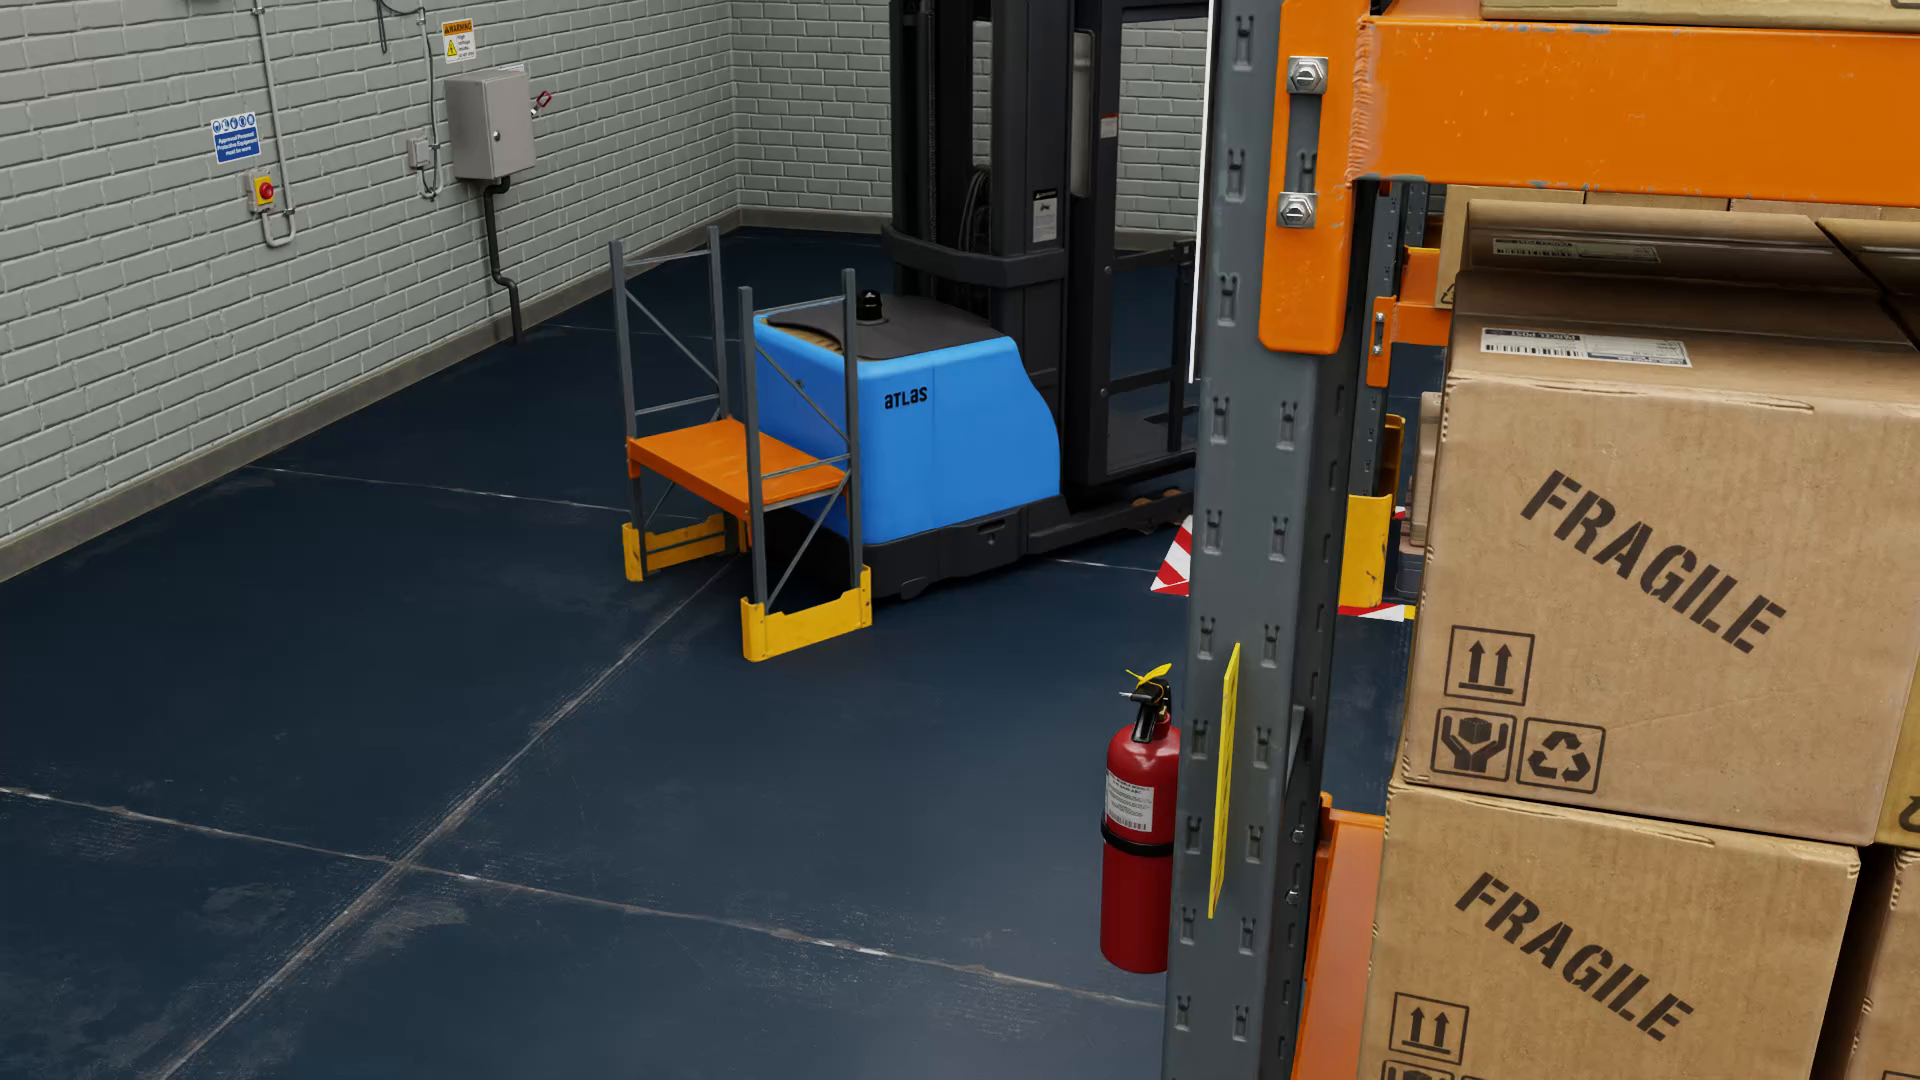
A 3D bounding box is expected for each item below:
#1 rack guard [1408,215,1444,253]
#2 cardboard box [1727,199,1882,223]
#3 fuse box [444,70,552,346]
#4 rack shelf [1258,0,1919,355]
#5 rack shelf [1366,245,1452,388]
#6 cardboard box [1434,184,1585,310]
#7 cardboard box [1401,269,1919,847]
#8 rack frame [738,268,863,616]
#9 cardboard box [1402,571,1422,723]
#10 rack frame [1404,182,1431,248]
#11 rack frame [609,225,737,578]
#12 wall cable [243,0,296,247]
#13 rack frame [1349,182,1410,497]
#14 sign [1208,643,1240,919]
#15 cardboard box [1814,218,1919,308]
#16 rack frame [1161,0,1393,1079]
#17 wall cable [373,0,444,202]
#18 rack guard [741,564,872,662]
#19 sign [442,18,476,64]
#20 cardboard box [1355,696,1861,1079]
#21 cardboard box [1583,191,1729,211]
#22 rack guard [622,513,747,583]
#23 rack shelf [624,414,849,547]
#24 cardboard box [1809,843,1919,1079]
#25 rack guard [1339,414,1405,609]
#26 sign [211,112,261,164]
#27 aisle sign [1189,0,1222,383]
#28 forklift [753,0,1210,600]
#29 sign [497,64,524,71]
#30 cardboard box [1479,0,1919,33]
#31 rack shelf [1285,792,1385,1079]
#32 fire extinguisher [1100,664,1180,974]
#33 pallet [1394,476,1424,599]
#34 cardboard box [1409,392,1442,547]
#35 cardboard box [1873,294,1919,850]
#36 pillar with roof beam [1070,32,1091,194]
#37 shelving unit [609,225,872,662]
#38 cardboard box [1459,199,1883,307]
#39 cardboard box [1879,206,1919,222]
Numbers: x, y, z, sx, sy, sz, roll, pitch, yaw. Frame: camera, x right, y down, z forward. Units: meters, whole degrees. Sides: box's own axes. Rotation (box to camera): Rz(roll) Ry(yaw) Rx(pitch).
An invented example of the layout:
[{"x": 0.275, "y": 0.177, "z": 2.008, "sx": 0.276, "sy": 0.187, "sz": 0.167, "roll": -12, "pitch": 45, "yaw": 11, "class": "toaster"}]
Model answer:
[{"x": 3.307, "y": -1.958, "z": 11.884, "sx": 0.348, "sy": 0.500, "sz": 1.175, "roll": 7, "pitch": 23, "yaw": 16, "class": "rack guard"}, {"x": 3.155, "y": -1.101, "z": 6.369, "sx": 0.500, "sy": 0.500, "sz": 0.500, "roll": 6, "pitch": 23, "yaw": 15, "class": "cardboard box"}, {"x": -2.855, "y": -2.080, "z": 10.585, "sx": 0.414, "sy": 1.711, "sz": 0.539, "roll": 7, "pitch": 23, "yaw": 16, "class": "fuse box"}, {"x": 2.386, "y": -0.345, "z": 1.654, "sx": 4.000, "sy": 0.370, "sz": 1.077, "roll": 7, "pitch": 23, "yaw": 16, "class": "rack shelf"}, {"x": 3.719, "y": -0.767, "z": 6.635, "sx": 4.000, "sy": 0.370, "sz": 1.077, "roll": 7, "pitch": 23, "yaw": 16, "class": "rack shelf"}, {"x": 2.181, "y": -1.208, "z": 6.631, "sx": 0.500, "sy": 0.500, "sz": 0.500, "roll": 6, "pitch": 23, "yaw": 15, "class": "cardboard box"}, {"x": 0.824, "y": -0.010, "z": 2.001, "sx": 0.500, "sy": 0.500, "sz": 0.500, "roll": 6, "pitch": 23, "yaw": 15, "class": "cardboard box"}, {"x": -0.604, "y": -0.281, "z": 6.477, "sx": 0.500, "sy": 1.500, "sz": 0.032, "roll": -17, "pitch": 28, "yaw": -35, "class": "rack frame"}, {"x": 0.975, "y": 0.263, "z": 2.654, "sx": 0.500, "sy": 0.500, "sz": 0.500, "roll": 7, "pitch": 23, "yaw": 17, "class": "cardboard box"}, {"x": 3.234, "y": -3.123, "z": 11.430, "sx": 0.127, "sy": 3.000, "sz": 1.000, "roll": 7, "pitch": 23, "yaw": 16, "class": "rack frame"}, {"x": -1.231, "y": -0.585, "z": 7.217, "sx": 0.500, "sy": 1.500, "sz": 0.032, "roll": -17, "pitch": 28, "yaw": -35, "class": "rack frame"}, {"x": -3.601, "y": -2.413, "z": 8.320, "sx": 0.123, "sy": 1.953, "sz": 0.585, "roll": 7, "pitch": 23, "yaw": 16, "class": "wall cable"}, {"x": 1.804, "y": -1.319, "z": 7.033, "sx": 0.127, "sy": 3.000, "sz": 1.000, "roll": 7, "pitch": 23, "yaw": 16, "class": "rack frame"}, {"x": 0.314, "y": 0.287, "z": 1.976, "sx": 0.005, "sy": 0.325, "sz": 0.100, "roll": 7, "pitch": 23, "yaw": 16, "class": "sign"}, {"x": 1.466, "y": -0.140, "z": 2.319, "sx": 0.500, "sy": 0.500, "sz": 0.500, "roll": 6, "pitch": 23, "yaw": 14, "class": "cardboard box"}, {"x": 0.470, "y": 0.492, "z": 2.618, "sx": 0.053, "sy": 2.616, "sz": 0.949, "roll": 7, "pitch": 23, "yaw": 16, "class": "rack frame"}, {"x": -3.203, "y": -2.915, "z": 9.585, "sx": 0.122, "sy": 1.984, "sz": 0.588, "roll": 7, "pitch": 23, "yaw": 16, "class": "wall cable"}, {"x": -0.615, "y": 0.291, "z": 6.729, "sx": 0.587, "sy": 0.250, "sz": 0.087, "roll": -17, "pitch": 28, "yaw": -35, "class": "rack guard"}, {"x": -3.069, "y": -3.060, "z": 10.190, "sx": 0.001, "sy": 0.242, "sz": 0.339, "roll": 7, "pitch": 23, "yaw": 16, "class": "sign"}, {"x": 0.821, "y": 0.456, "z": 2.181, "sx": 0.500, "sy": 0.500, "sz": 0.500, "roll": 8, "pitch": 24, "yaw": 18, "class": "cardboard box"}, {"x": 2.673, "y": -1.163, "z": 6.521, "sx": 0.500, "sy": 0.500, "sz": 0.500, "roll": 6, "pitch": 23, "yaw": 15, "class": "cardboard box"}, {"x": -1.229, "y": -0.006, "z": 7.454, "sx": 0.587, "sy": 0.250, "sz": 0.087, "roll": -17, "pitch": 28, "yaw": -35, "class": "rack guard"}, {"x": -0.917, "y": -0.266, "z": 6.916, "sx": 0.538, "sy": 0.185, "sz": 1.000, "roll": -17, "pitch": 28, "yaw": -35, "class": "rack shelf"}, {"x": 1.341, "y": 0.506, "z": 2.061, "sx": 0.500, "sy": 0.500, "sz": 0.500, "roll": 7, "pitch": 23, "yaw": 16, "class": "cardboard box"}, {"x": 1.781, "y": -0.165, "z": 7.514, "sx": 0.348, "sy": 0.500, "sz": 1.175, "roll": 7, "pitch": 23, "yaw": 16, "class": "rack guard"}, {"x": -3.674, "y": -2.043, "z": 8.441, "sx": 0.001, "sy": 0.218, "sz": 0.327, "roll": 7, "pitch": 23, "yaw": 16, "class": "sign"}, {"x": 0.314, "y": -0.611, "z": 1.882, "sx": 0.004, "sy": 0.787, "sz": 0.394, "roll": 7, "pitch": 23, "yaw": 16, "class": "aisle sign"}, {"x": 0.500, "y": -1.531, "z": 7.640, "sx": 3.031, "sy": 2.935, "sz": 1.130, "roll": -16, "pitch": 27, "yaw": -34, "class": "forklift"}, {"x": -2.910, "y": -2.834, "z": 10.851, "sx": 0.001, "sy": 0.494, "sz": 0.329, "roll": 7, "pitch": 23, "yaw": 16, "class": "sign"}, {"x": 0.827, "y": -0.686, "z": 1.734, "sx": 0.500, "sy": 0.250, "sz": 0.500, "roll": 7, "pitch": 23, "yaw": 17, "class": "cardboard box"}, {"x": 2.386, "y": 1.043, "z": 2.223, "sx": 4.000, "sy": 0.370, "sz": 1.077, "roll": 7, "pitch": 23, "yaw": 16, "class": "rack shelf"}, {"x": 0.363, "y": 0.504, "z": 3.183, "sx": 0.183, "sy": 0.674, "sz": 0.296, "roll": 7, "pitch": 23, "yaw": 16, "class": "fire extinguisher"}, {"x": 2.592, "y": 0.031, "z": 7.418, "sx": 1.213, "sy": 0.211, "sz": 1.003, "roll": 7, "pitch": 23, "yaw": 16, "class": "pallet"}, {"x": 2.465, "y": -0.292, "z": 7.351, "sx": 0.875, "sy": 0.438, "sz": 0.875, "roll": 6, "pitch": 23, "yaw": 14, "class": "cardboard box"}, {"x": 1.309, "y": 0.043, "z": 1.872, "sx": 0.500, "sy": 0.500, "sz": 0.500, "roll": 7, "pitch": 23, "yaw": 17, "class": "cardboard box"}, {"x": -0.330, "y": -4.957, "z": 7.998, "sx": 0.400, "sy": 9.000, "sz": 9.100, "roll": 7, "pitch": 23, "yaw": 16, "class": "pillar with roof beam"}, {"x": -0.923, "y": -0.435, "z": 6.854, "sx": 0.587, "sy": 1.500, "sz": 1.083, "roll": -17, "pitch": 28, "yaw": -35, "class": "shelving unit"}, {"x": 0.981, "y": -0.196, "z": 2.454, "sx": 0.500, "sy": 0.500, "sz": 0.500, "roll": 6, "pitch": 23, "yaw": 14, "class": "cardboard box"}, {"x": 3.639, "y": -1.052, "z": 6.250, "sx": 0.500, "sy": 0.500, "sz": 0.500, "roll": 7, "pitch": 23, "yaw": 17, "class": "cardboard box"}]
